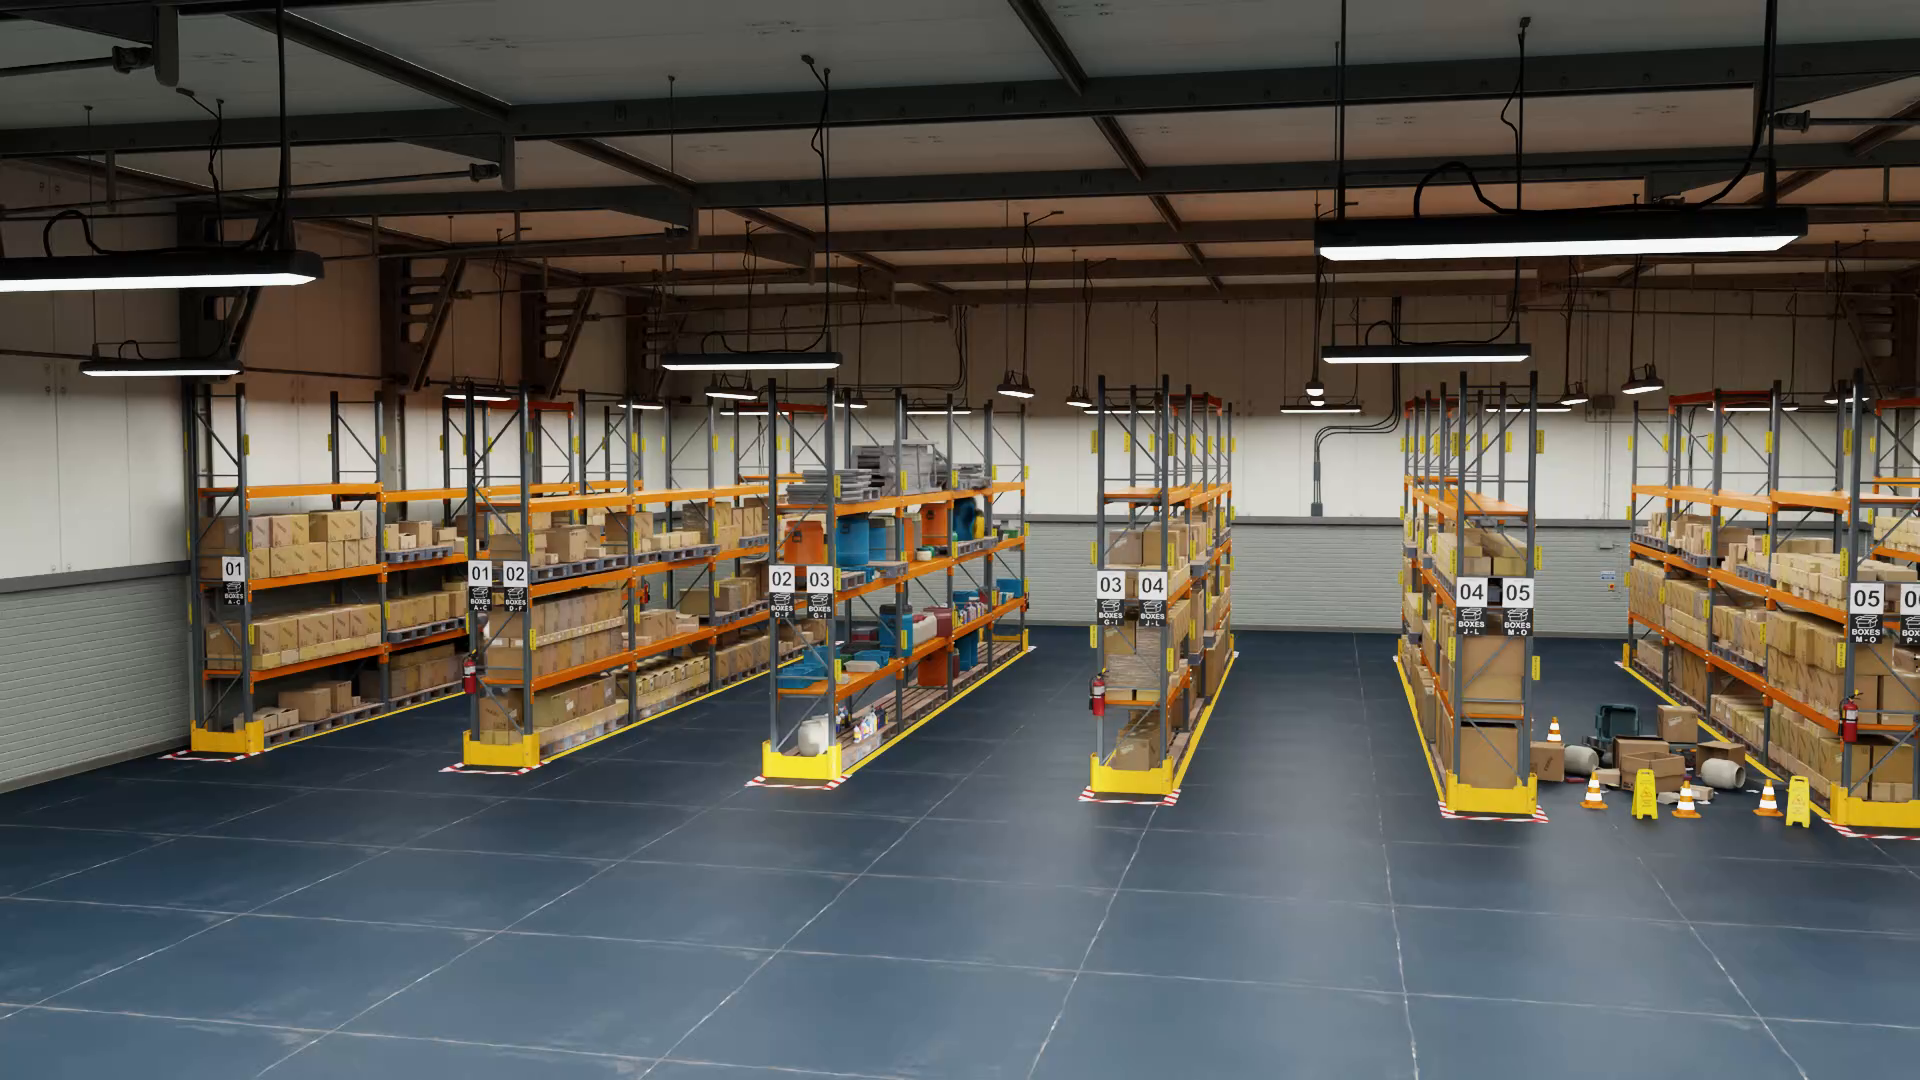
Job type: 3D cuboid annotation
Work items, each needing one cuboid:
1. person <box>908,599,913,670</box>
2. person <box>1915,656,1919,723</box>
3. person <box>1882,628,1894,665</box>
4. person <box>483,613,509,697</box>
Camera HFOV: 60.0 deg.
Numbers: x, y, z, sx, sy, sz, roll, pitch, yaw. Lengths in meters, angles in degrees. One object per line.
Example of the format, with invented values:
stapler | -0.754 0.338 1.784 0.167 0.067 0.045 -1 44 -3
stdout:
person | -1.238 2.040 36.861 0.397 1.668 0.540 0 3 2
person | 15.213 2.629 26.185 0.683 1.787 0.732 1 3 12
person | 16.807 2.436 30.454 0.560 1.685 0.738 0 3 -1
person | -9.161 2.245 32.860 0.617 1.752 0.598 2 4 34
